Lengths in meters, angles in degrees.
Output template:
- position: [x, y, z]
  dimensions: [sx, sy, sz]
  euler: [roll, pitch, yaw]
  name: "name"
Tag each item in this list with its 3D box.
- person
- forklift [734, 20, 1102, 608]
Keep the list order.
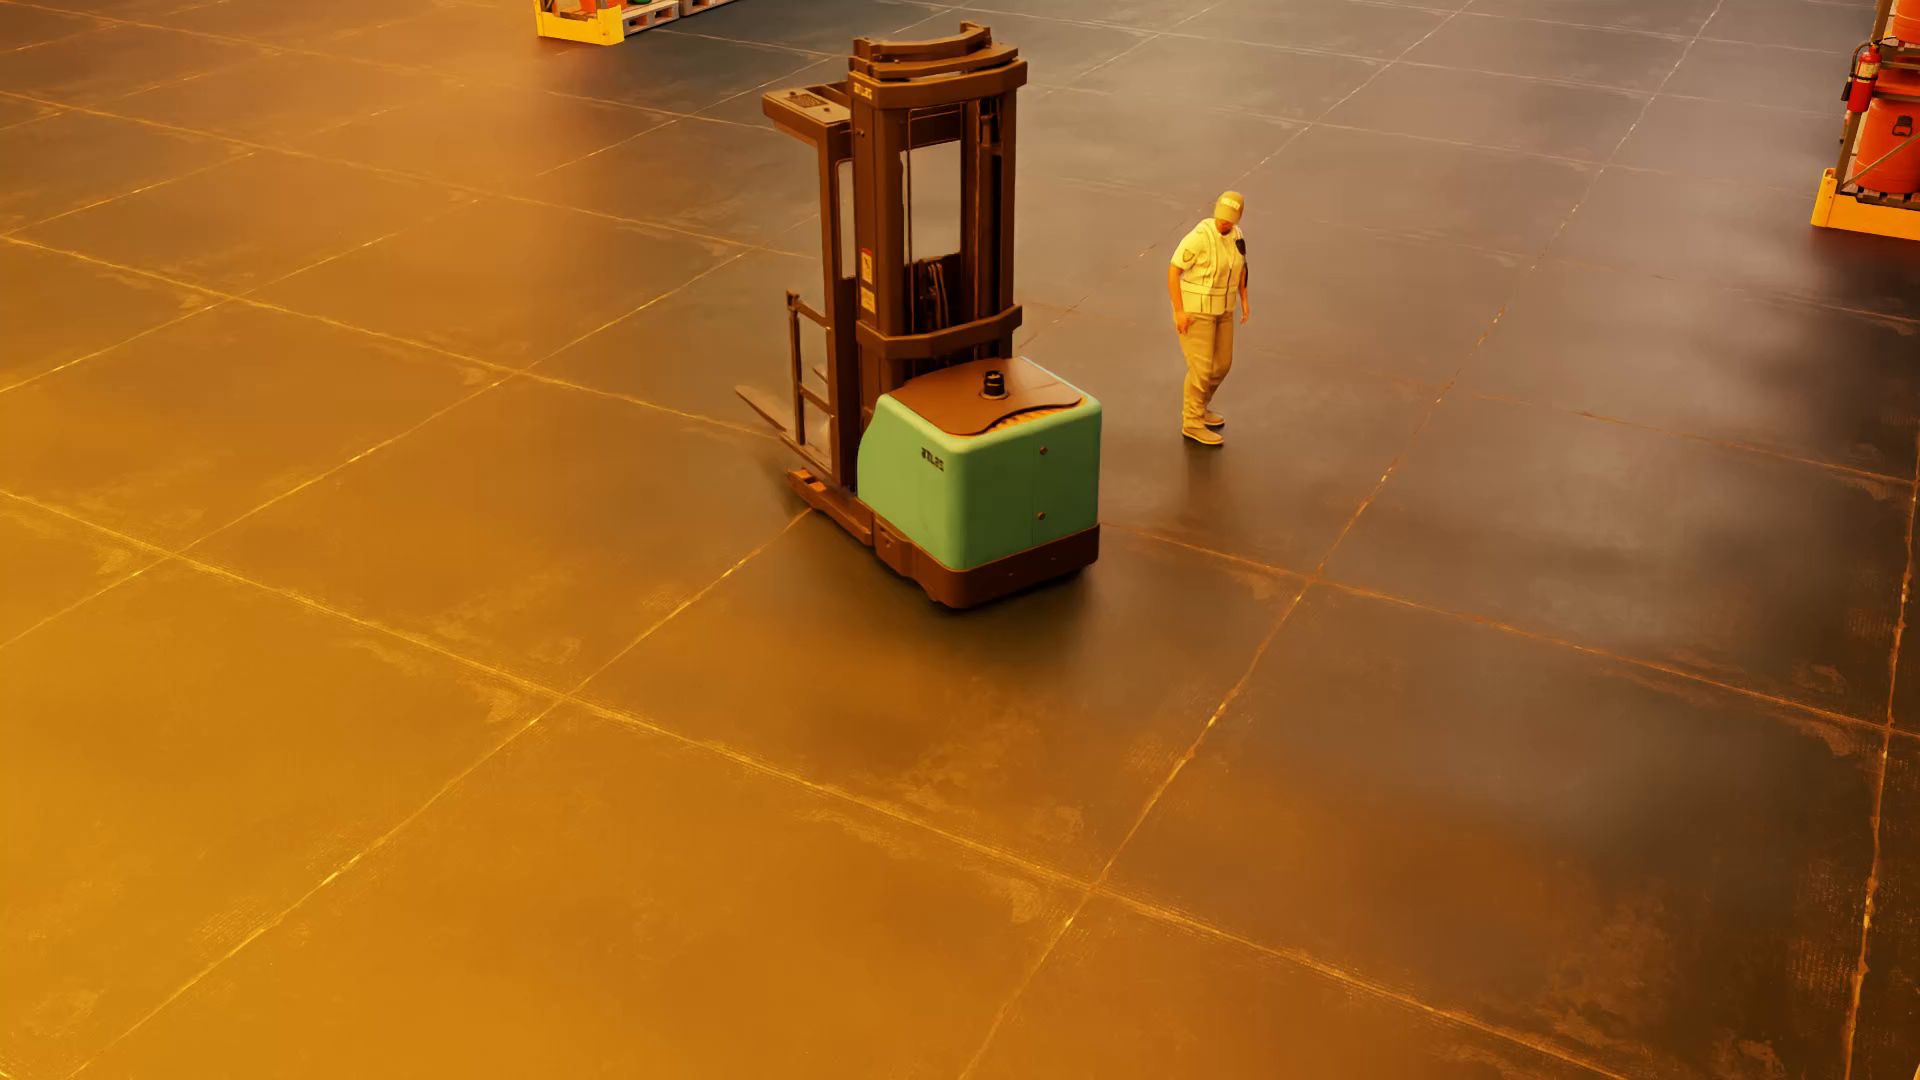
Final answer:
- position: [1.676, -1.486, 10.932]
  dimensions: [0.683, 1.649, 0.508]
  euler: [-26, 39, -37]
  name: "person"
- position: [-0.429, -1.583, 9.813]
  dimensions: [1.130, 2.935, 3.031]
  euler: [-18, 35, -29]
  name: "forklift"
